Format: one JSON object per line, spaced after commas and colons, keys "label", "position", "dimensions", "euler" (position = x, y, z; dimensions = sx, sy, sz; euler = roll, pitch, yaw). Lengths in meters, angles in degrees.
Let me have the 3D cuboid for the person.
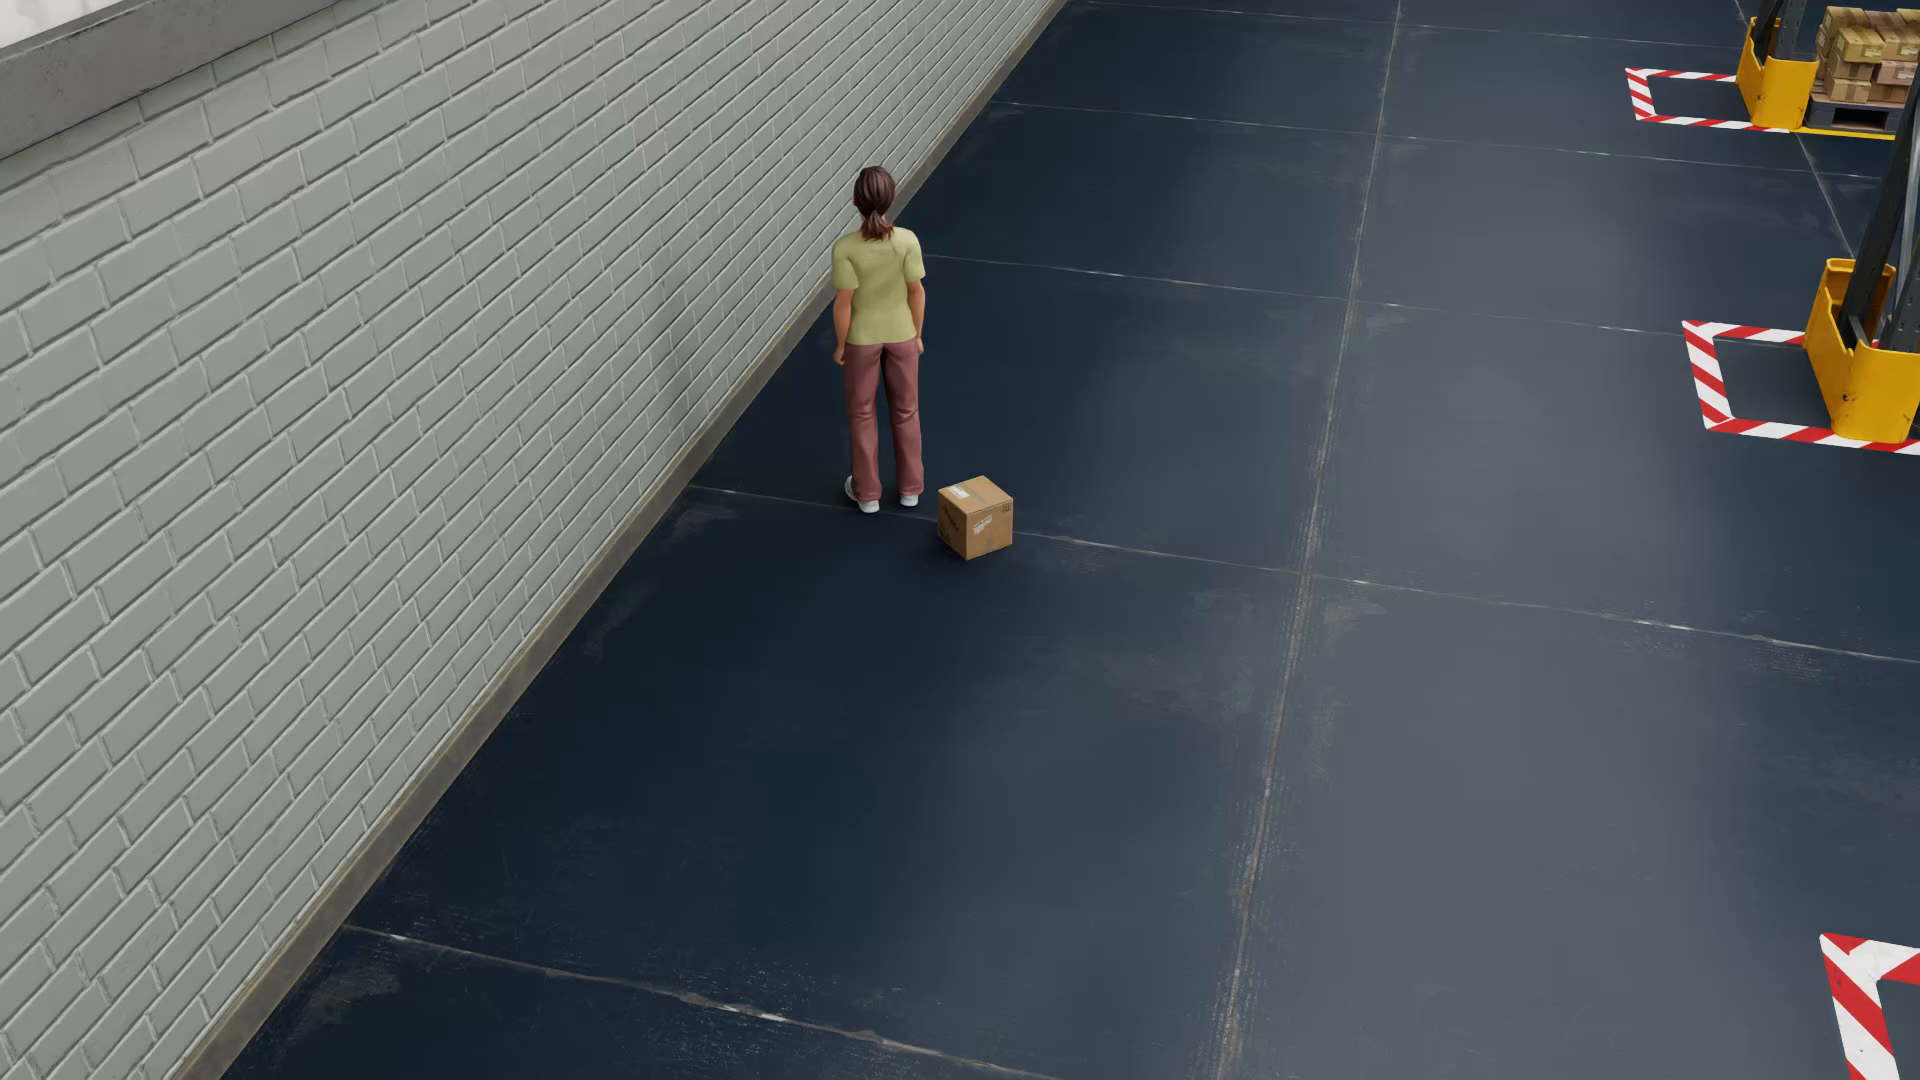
{"label": "person", "position": [-0.370, -0.891, 7.518], "dimensions": [0.430, 1.671, 0.382], "euler": [-8, 34, -12]}
